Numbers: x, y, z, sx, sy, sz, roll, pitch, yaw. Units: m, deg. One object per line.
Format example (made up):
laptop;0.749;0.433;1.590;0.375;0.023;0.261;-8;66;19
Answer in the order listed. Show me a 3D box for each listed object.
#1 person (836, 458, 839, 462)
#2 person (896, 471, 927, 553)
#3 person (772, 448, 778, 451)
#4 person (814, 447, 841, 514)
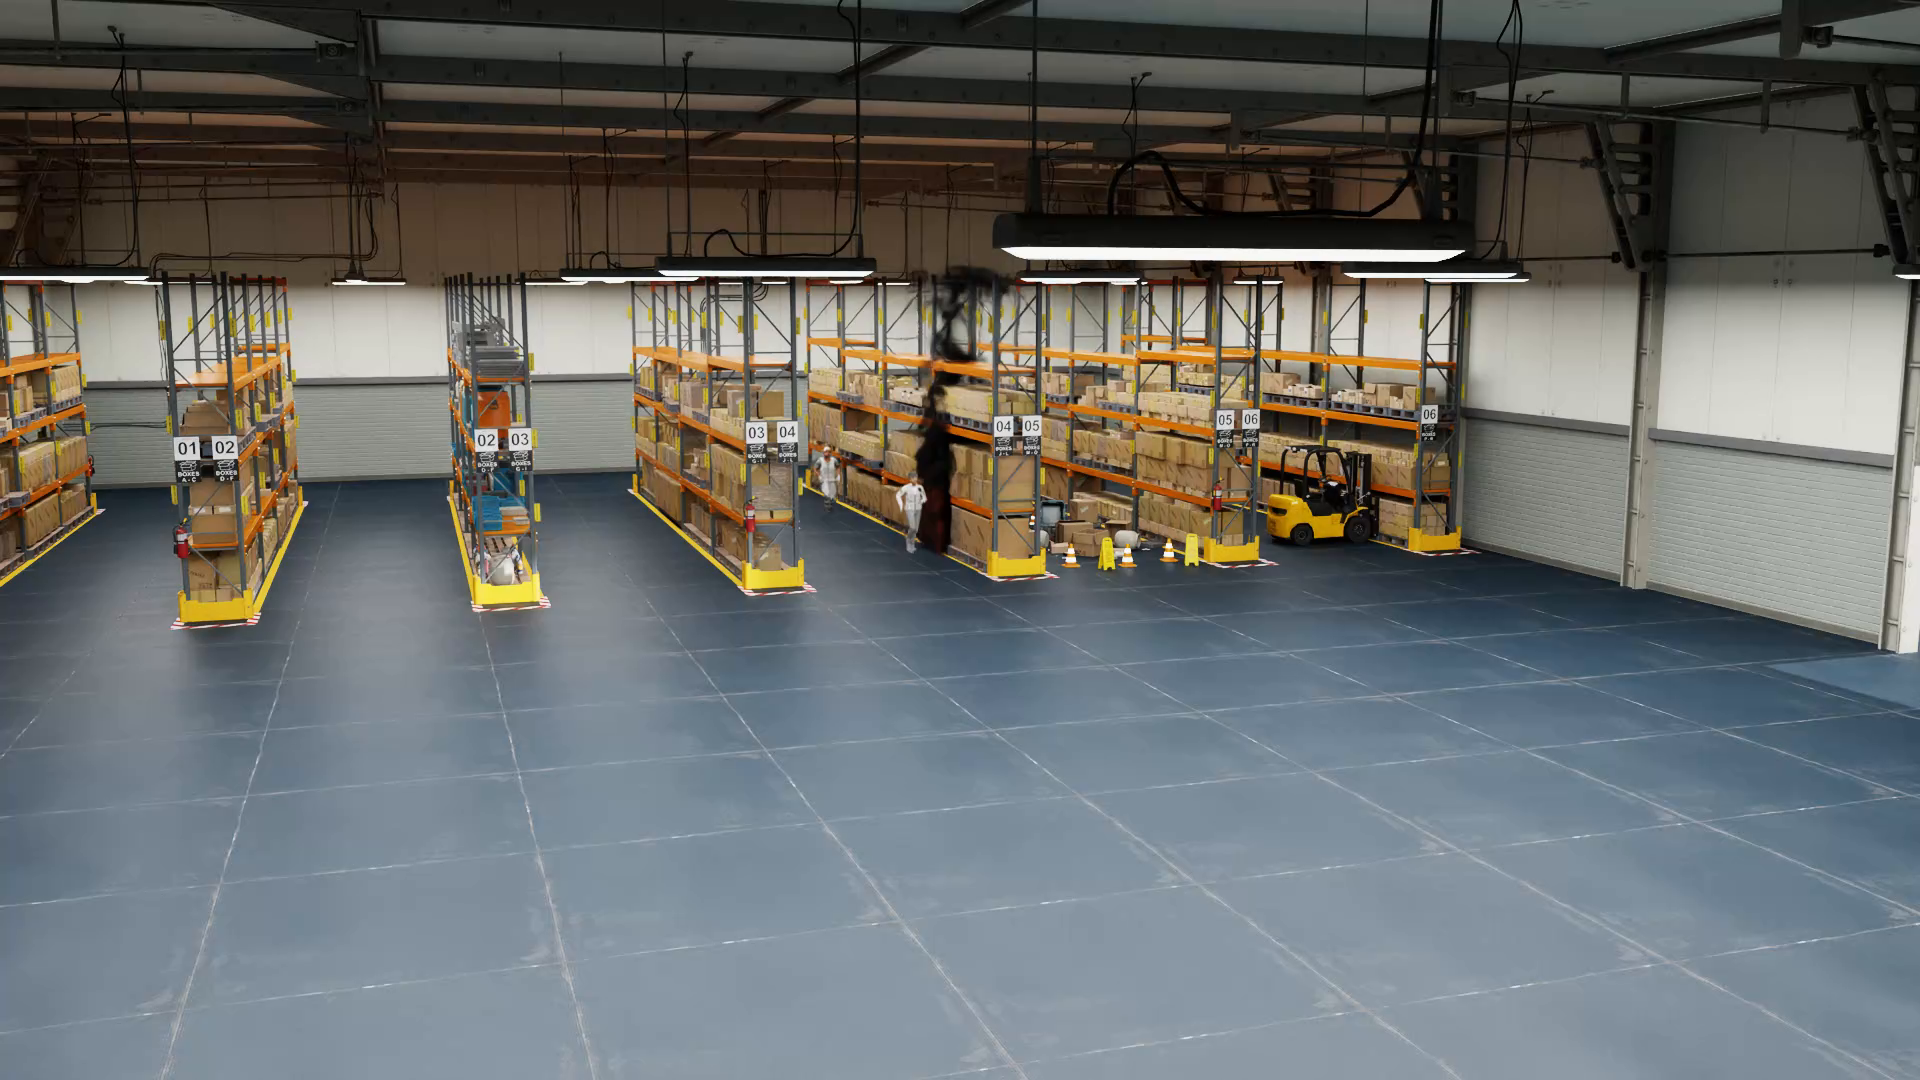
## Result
person;-3.600;-2.538;49.801;0.481;1.548;0.600;5;10;32
person;-0.962;-0.584;34.470;0.593;1.702;0.620;-3;9;-22
person;-5.168;-2.053;46.669;0.605;1.604;0.827;-2;9;-11
person;-3.279;-1.468;41.231;0.692;1.711;0.662;-2;9;-16
